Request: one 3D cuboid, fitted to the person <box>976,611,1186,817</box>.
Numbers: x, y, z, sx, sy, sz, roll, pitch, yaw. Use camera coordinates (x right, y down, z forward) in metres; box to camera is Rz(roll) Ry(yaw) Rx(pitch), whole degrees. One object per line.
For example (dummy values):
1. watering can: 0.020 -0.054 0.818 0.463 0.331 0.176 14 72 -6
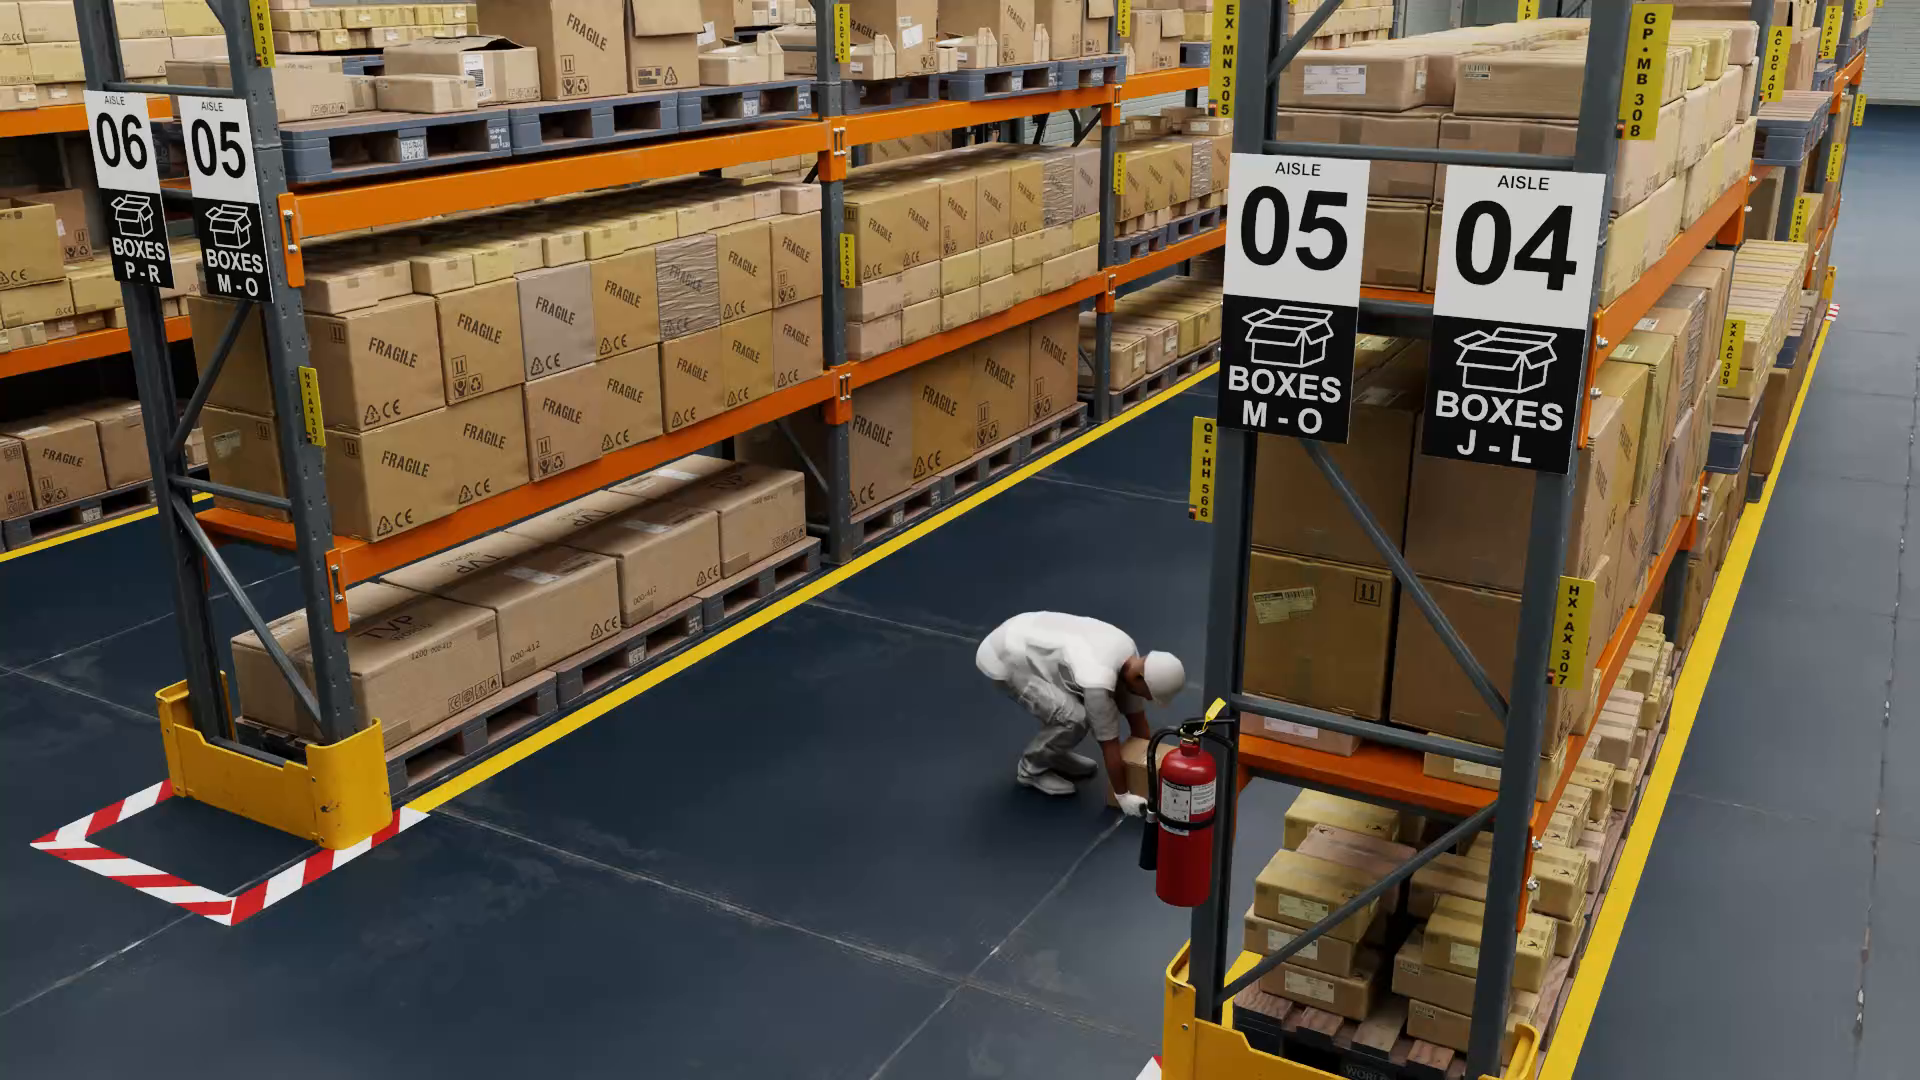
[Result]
1. person: 0.572 0.779 7.796 0.992 0.844 0.530 10 21 26
